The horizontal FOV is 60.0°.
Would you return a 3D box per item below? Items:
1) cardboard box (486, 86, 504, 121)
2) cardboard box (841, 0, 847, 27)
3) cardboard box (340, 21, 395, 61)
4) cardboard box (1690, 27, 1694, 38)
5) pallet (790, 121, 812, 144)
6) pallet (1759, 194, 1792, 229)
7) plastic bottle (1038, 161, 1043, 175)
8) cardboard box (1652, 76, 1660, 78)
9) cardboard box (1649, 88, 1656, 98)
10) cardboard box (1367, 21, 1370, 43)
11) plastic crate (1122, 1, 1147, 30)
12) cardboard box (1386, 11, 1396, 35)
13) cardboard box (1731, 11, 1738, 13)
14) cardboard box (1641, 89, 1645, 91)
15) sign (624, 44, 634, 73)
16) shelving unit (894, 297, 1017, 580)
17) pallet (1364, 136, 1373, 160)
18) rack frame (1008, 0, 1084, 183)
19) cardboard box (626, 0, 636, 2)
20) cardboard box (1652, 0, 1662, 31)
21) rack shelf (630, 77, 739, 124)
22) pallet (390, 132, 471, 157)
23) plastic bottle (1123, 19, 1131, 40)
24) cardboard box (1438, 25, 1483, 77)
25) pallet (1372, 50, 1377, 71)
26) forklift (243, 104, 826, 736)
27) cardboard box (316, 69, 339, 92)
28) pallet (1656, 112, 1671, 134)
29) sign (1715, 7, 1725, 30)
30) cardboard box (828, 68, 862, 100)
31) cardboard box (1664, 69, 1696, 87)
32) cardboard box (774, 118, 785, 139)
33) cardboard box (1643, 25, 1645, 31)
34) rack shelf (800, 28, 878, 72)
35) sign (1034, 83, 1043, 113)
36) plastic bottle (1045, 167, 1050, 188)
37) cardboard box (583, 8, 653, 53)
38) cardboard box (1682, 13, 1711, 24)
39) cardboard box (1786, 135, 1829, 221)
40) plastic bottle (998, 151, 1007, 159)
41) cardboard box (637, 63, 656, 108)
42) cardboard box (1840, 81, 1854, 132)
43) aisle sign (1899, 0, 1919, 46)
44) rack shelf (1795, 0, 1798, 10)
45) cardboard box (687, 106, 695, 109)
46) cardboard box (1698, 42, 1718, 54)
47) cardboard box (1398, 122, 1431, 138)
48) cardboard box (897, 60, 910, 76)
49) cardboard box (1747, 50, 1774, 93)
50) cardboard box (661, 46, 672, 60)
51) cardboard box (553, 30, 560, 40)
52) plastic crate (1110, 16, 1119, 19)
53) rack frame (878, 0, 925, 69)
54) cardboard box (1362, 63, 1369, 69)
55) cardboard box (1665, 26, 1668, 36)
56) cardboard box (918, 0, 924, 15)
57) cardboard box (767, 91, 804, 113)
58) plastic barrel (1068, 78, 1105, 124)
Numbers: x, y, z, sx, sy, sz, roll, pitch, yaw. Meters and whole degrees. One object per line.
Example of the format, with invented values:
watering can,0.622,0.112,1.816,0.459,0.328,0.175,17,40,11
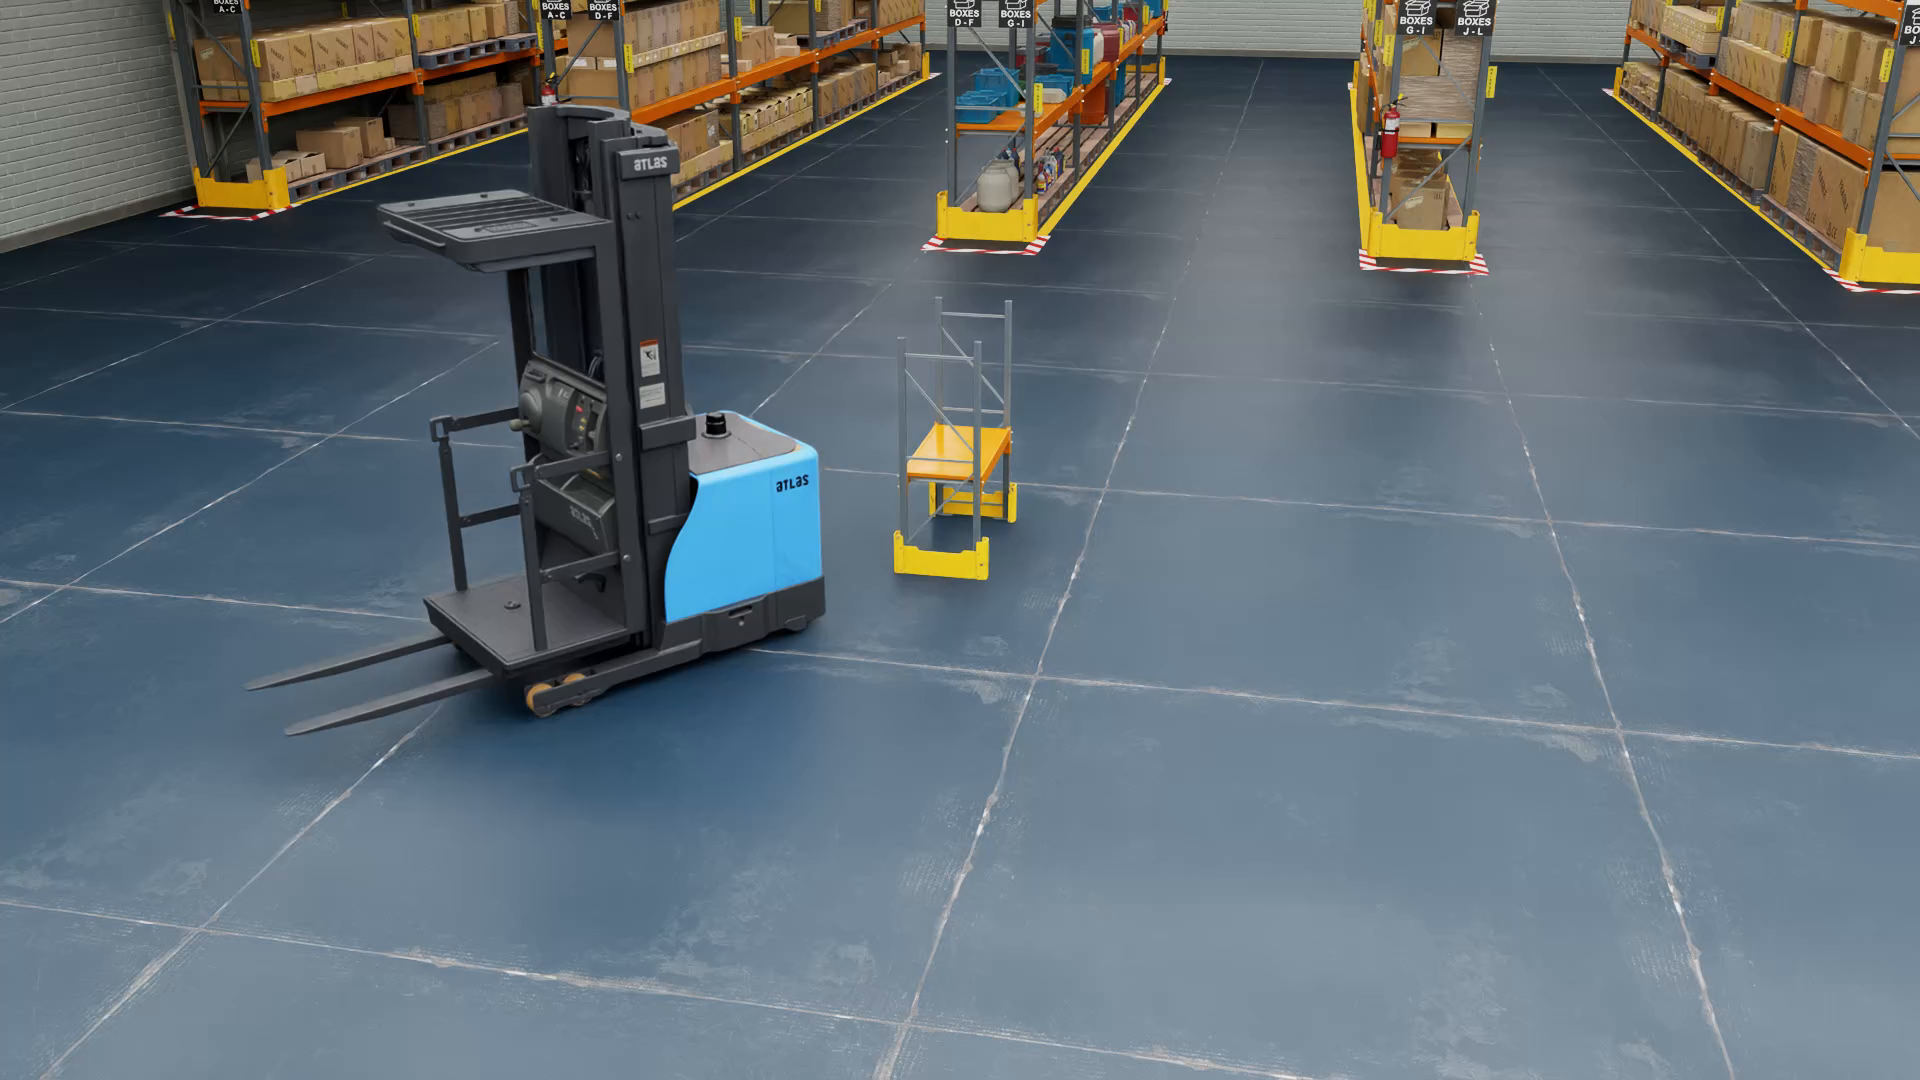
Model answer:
cardboard box,-8.026,-7.248,27.592,0.700,0.500,0.500,4,22,11
cardboard box,-2.345,-9.327,29.301,0.700,0.500,0.500,-1,22,-3
cardboard box,-8.417,-7.095,23.626,0.500,0.500,0.500,4,22,11
cardboard box,11.482,-7.820,25.630,0.380,0.149,0.250,5,22,11
pallet,-3.067,-6.682,27.163,1.003,0.211,1.213,4,22,11
pallet,10.623,-4.074,20.686,1.003,0.211,1.213,4,22,11
plastic bottle,1.076,-4.879,22.000,0.061,0.283,0.133,4,22,11
cardboard box,12.492,-8.140,29.509,0.380,0.149,0.250,5,23,13
cardboard box,12.284,-7.815,29.098,0.380,0.149,0.250,3,22,8
cardboard box,7.212,-8.693,28.290,0.500,0.500,0.500,4,22,11
plastic crate,3.232,-9.723,30.814,0.402,0.464,0.583,4,22,11
cardboard box,5.476,-6.192,20.342,0.500,0.500,0.500,4,22,11
cardboard box,12.381,-8.379,26.622,0.380,0.149,0.250,4,22,9
cardboard box,12.564,-8.076,30.144,0.380,0.149,0.250,5,22,12
sign,-3.951,-5.742,19.831,0.100,0.325,0.005,4,22,11
shelving unit,-0.016,-0.668,10.504,0.587,1.500,1.083,4,22,11
pallet,6.676,-5.938,25.315,1.003,0.211,1.213,4,22,11
rack frame,1.171,-6.432,22.809,1.000,3.000,0.127,4,22,11
cardboard box,-6.768,-10.449,32.382,0.980,0.700,0.700,5,22,12
cardboard box,12.417,-9.138,28.995,0.500,0.500,0.500,4,22,9
rack shelf,-4.085,-5.746,22.068,1.077,0.370,4.000,4,22,11
pallet,-8.370,-6.179,25.912,1.003,0.211,1.213,4,22,11
plastic bottle,2.899,-8.906,29.018,0.144,0.351,0.185,4,22,11
cardboard box,5.583,-5.420,18.426,0.500,0.500,0.500,4,22,11
pallet,6.795,-7.160,24.872,1.213,0.211,1.003,4,22,11
forklift,-2.243,-0.670,8.593,3.031,2.935,1.130,-17,27,-35
cardboard box,-8.731,-6.195,22.395,0.500,0.250,0.500,4,22,10
pallet,12.330,-6.987,27.919,1.003,0.211,1.213,4,22,11
sign,11.138,-7.641,24.366,0.100,0.325,0.005,4,22,11
cardboard box,-2.076,-8.215,29.994,0.500,0.500,0.500,5,22,12
cardboard box,12.078,-7.698,27.733,0.500,0.250,0.500,3,22,9
cardboard box,-3.039,-6.421,25.901,0.500,0.250,0.500,5,22,12
cardboard box,12.800,-9.425,30.577,0.380,0.149,0.250,4,22,10
rack shelf,-2.453,-8.672,29.333,1.077,0.370,4.000,4,22,11
sign,0.893,-5.054,19.017,0.100,0.325,0.005,4,22,11
plastic bottle,1.121,-4.709,21.594,0.097,0.271,0.097,0,22,0
cardboard box,-4.273,-6.378,20.805,0.700,0.500,0.500,4,22,10
cardboard box,11.643,-8.239,26.272,0.380,0.149,0.250,5,23,13
cardboard box,10.478,-4.294,19.782,0.875,0.875,0.875,5,22,11
plastic bottle,0.562,-5.075,22.396,0.144,0.351,0.185,4,22,9
cardboard box,-4.283,-5.757,20.998,0.700,0.500,0.500,5,22,12
cardboard box,10.398,-4.783,18.514,0.875,0.550,0.550,4,22,11
aisle sign,9.731,-5.379,16.715,0.394,0.787,0.004,4,22,11
rack shelf,11.263,-7.429,22.231,1.077,0.370,4.000,4,22,11
cardboard box,-4.078,-5.932,23.683,0.500,0.500,0.500,4,22,11
cardboard box,11.322,-7.396,24.977,0.380,0.149,0.250,5,22,12
cardboard box,5.060,-4.595,18.584,0.380,0.149,0.250,4,22,11
cardboard box,-1.321,-9.565,33.681,0.500,0.250,0.500,4,22,11
cardboard box,10.906,-6.267,22.264,0.500,0.500,0.500,5,22,11
cardboard box,-3.941,-6.294,21.463,0.380,0.149,0.250,4,22,10
cardboard box,-7.220,-8.828,29.067,0.380,0.149,0.250,5,23,13
plastic crate,2.865,-9.923,31.750,0.293,0.136,0.466,4,22,11
rack frame,-1.228,-11.200,34.647,1.000,3.000,0.127,4,22,11
cardboard box,7.187,-7.303,27.253,1.225,0.875,0.875,5,22,11
cardboard box,11.906,-8.433,27.550,0.380,0.149,0.250,5,22,12
cardboard box,-1.053,-11.061,34.170,0.500,0.500,0.500,5,23,13
cardboard box,-2.826,-7.052,26.717,0.500,0.311,0.500,4,22,10
plastic barrel,2.071,-7.263,27.216,0.600,0.830,0.708,4,22,11
